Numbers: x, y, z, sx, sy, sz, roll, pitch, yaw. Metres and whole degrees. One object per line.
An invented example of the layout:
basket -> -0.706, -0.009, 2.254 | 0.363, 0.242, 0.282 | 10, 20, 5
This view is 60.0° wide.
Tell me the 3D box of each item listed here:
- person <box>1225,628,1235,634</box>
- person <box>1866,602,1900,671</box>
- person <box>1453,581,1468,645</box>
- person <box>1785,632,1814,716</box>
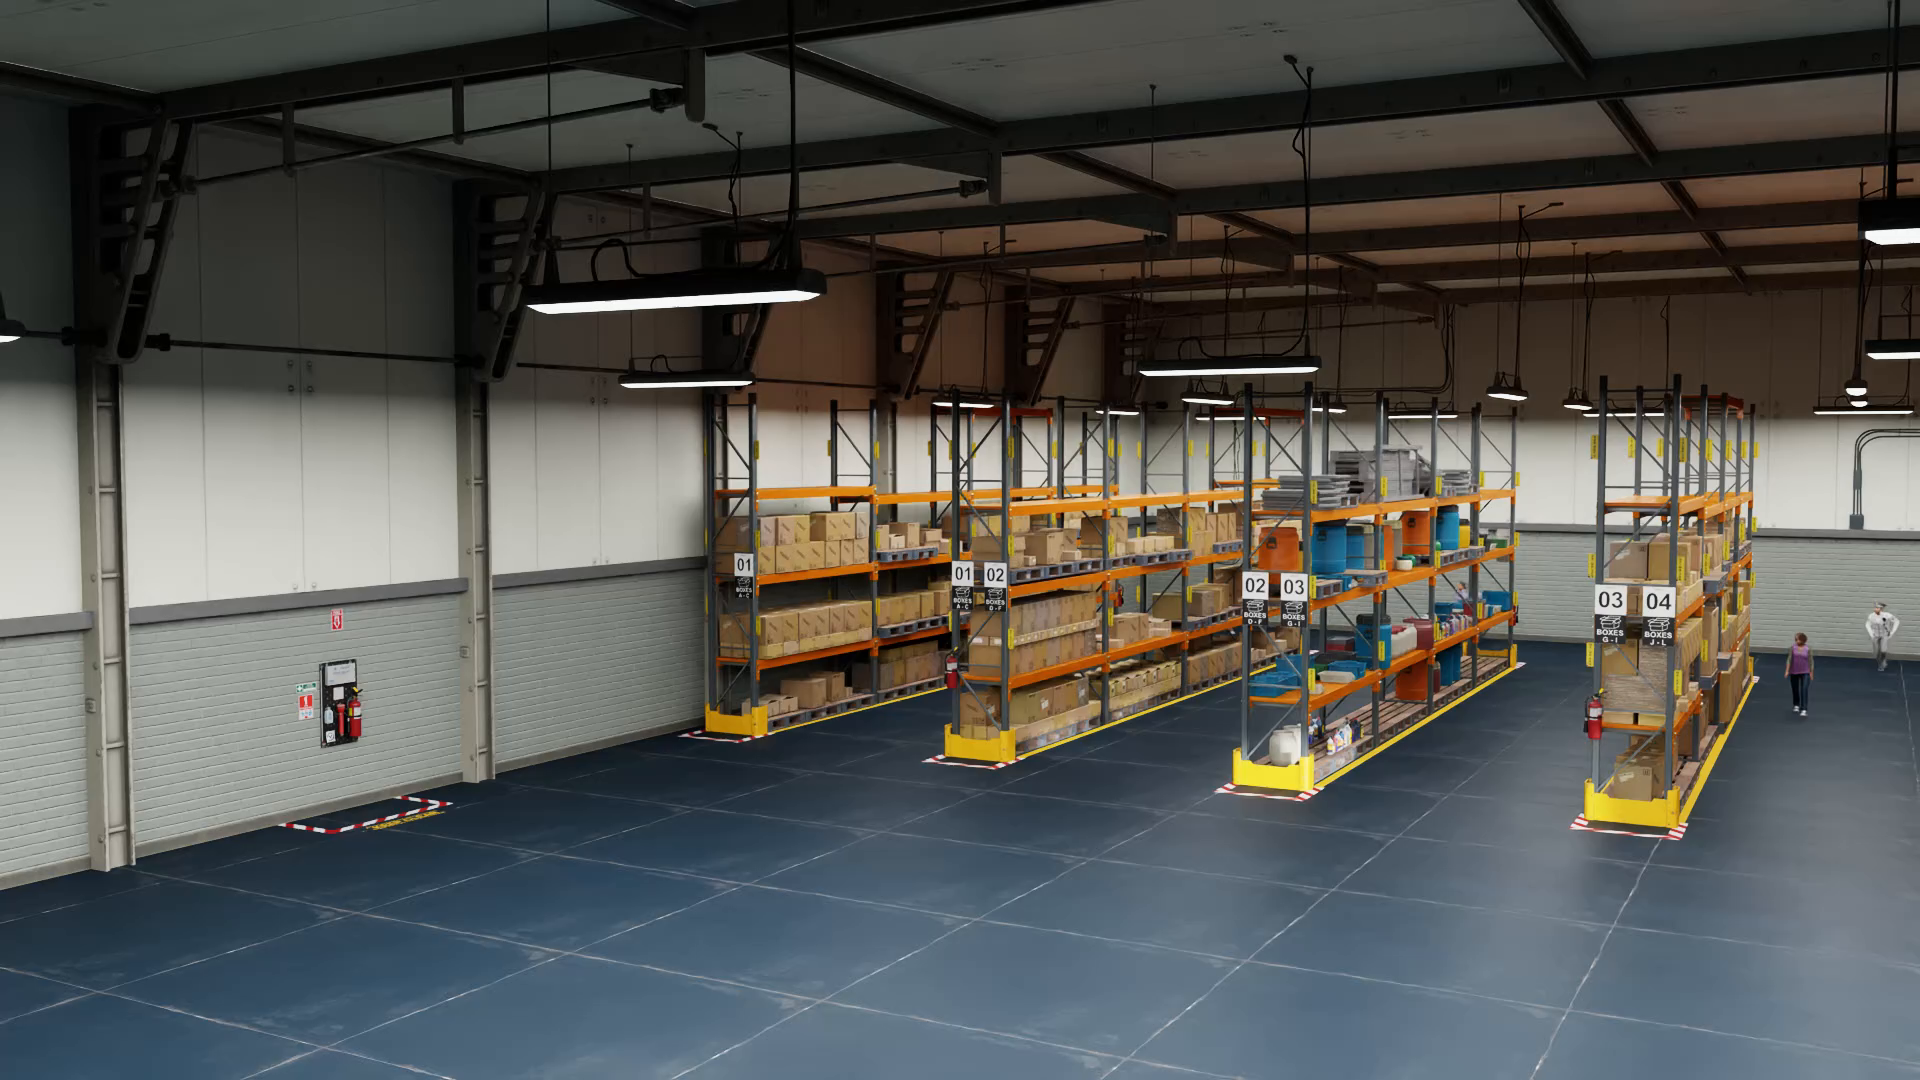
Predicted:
person -> 7.333, 1.723, 45.197 | 0.445, 1.645, 0.761 | -1, 3, -24
person -> 20.880, 2.176, 37.634 | 0.670, 1.597, 0.680 | 2, 4, 38
person -> 12.921, 1.867, 42.688 | 0.725, 1.620, 0.483 | 0, 3, -3
person -> 15.885, 2.517, 31.455 | 0.458, 1.553, 0.839 | 2, 4, 38
